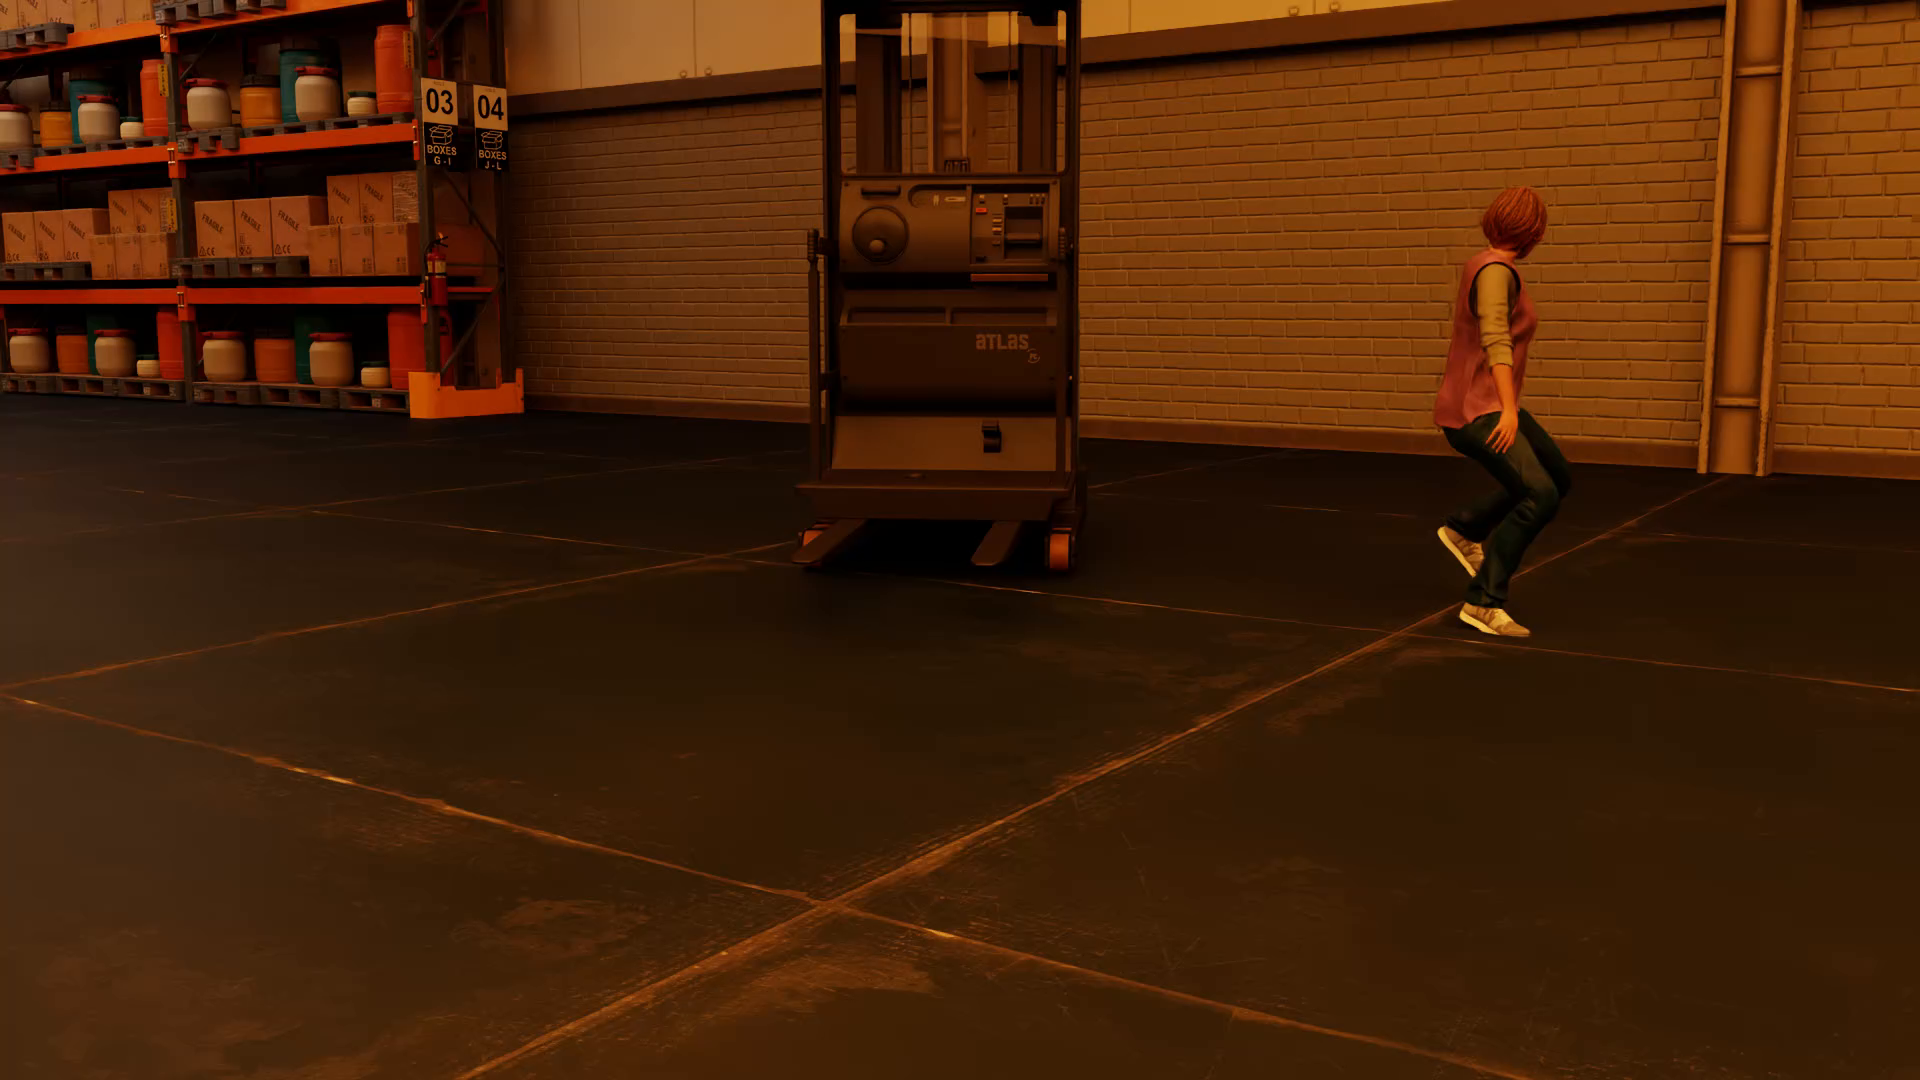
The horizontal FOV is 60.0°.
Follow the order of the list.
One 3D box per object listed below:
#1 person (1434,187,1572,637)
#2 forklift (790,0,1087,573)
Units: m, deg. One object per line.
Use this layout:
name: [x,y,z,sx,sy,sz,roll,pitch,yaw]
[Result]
person: [1.804,-0.432,5.590,0.461,1.481,0.925,4,9,24]
forklift: [-0.064,-1.366,6.796,1.130,2.935,3.031,1,8,6]
